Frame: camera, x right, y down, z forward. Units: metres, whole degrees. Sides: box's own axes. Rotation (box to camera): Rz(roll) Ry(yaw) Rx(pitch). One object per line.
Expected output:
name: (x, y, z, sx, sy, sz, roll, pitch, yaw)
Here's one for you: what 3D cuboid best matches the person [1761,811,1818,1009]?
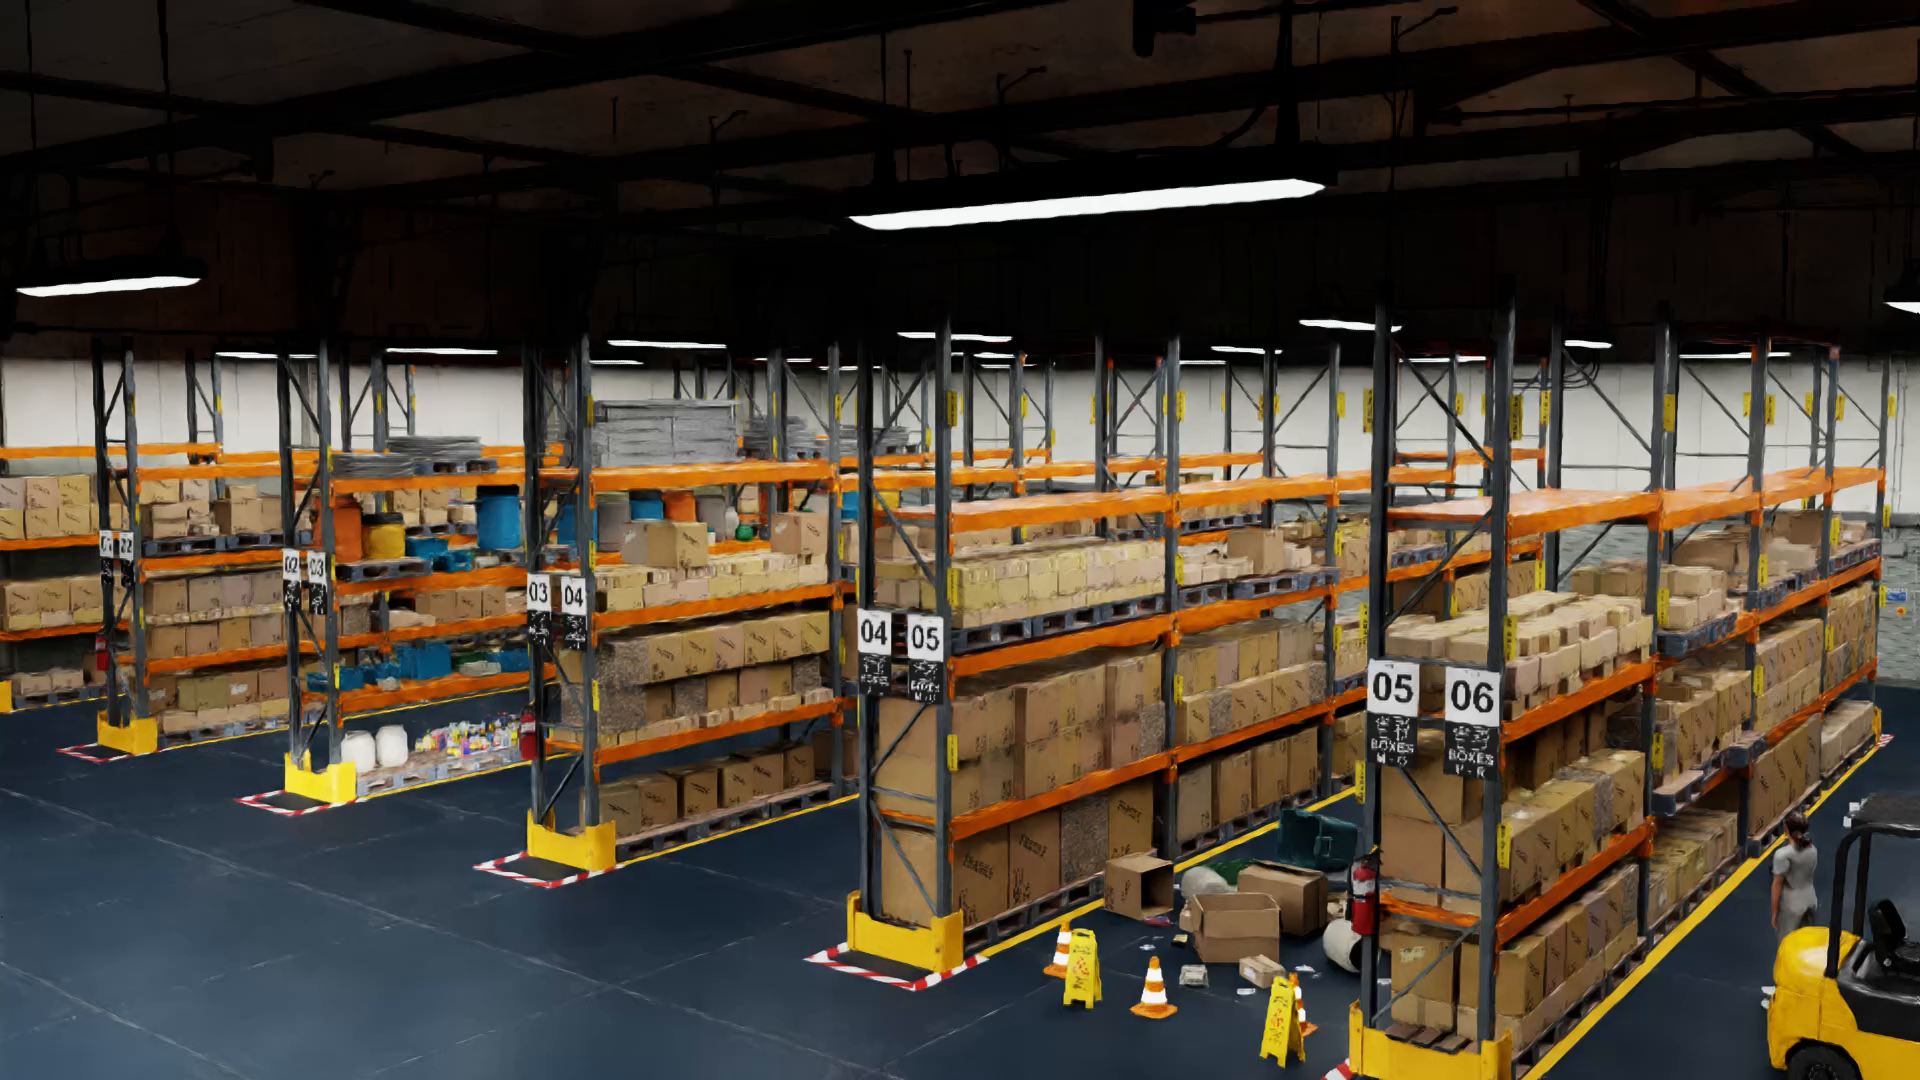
person: (6.972, 3.100, 14.009, 0.487, 1.675, 0.477, -2, 5, -22)
